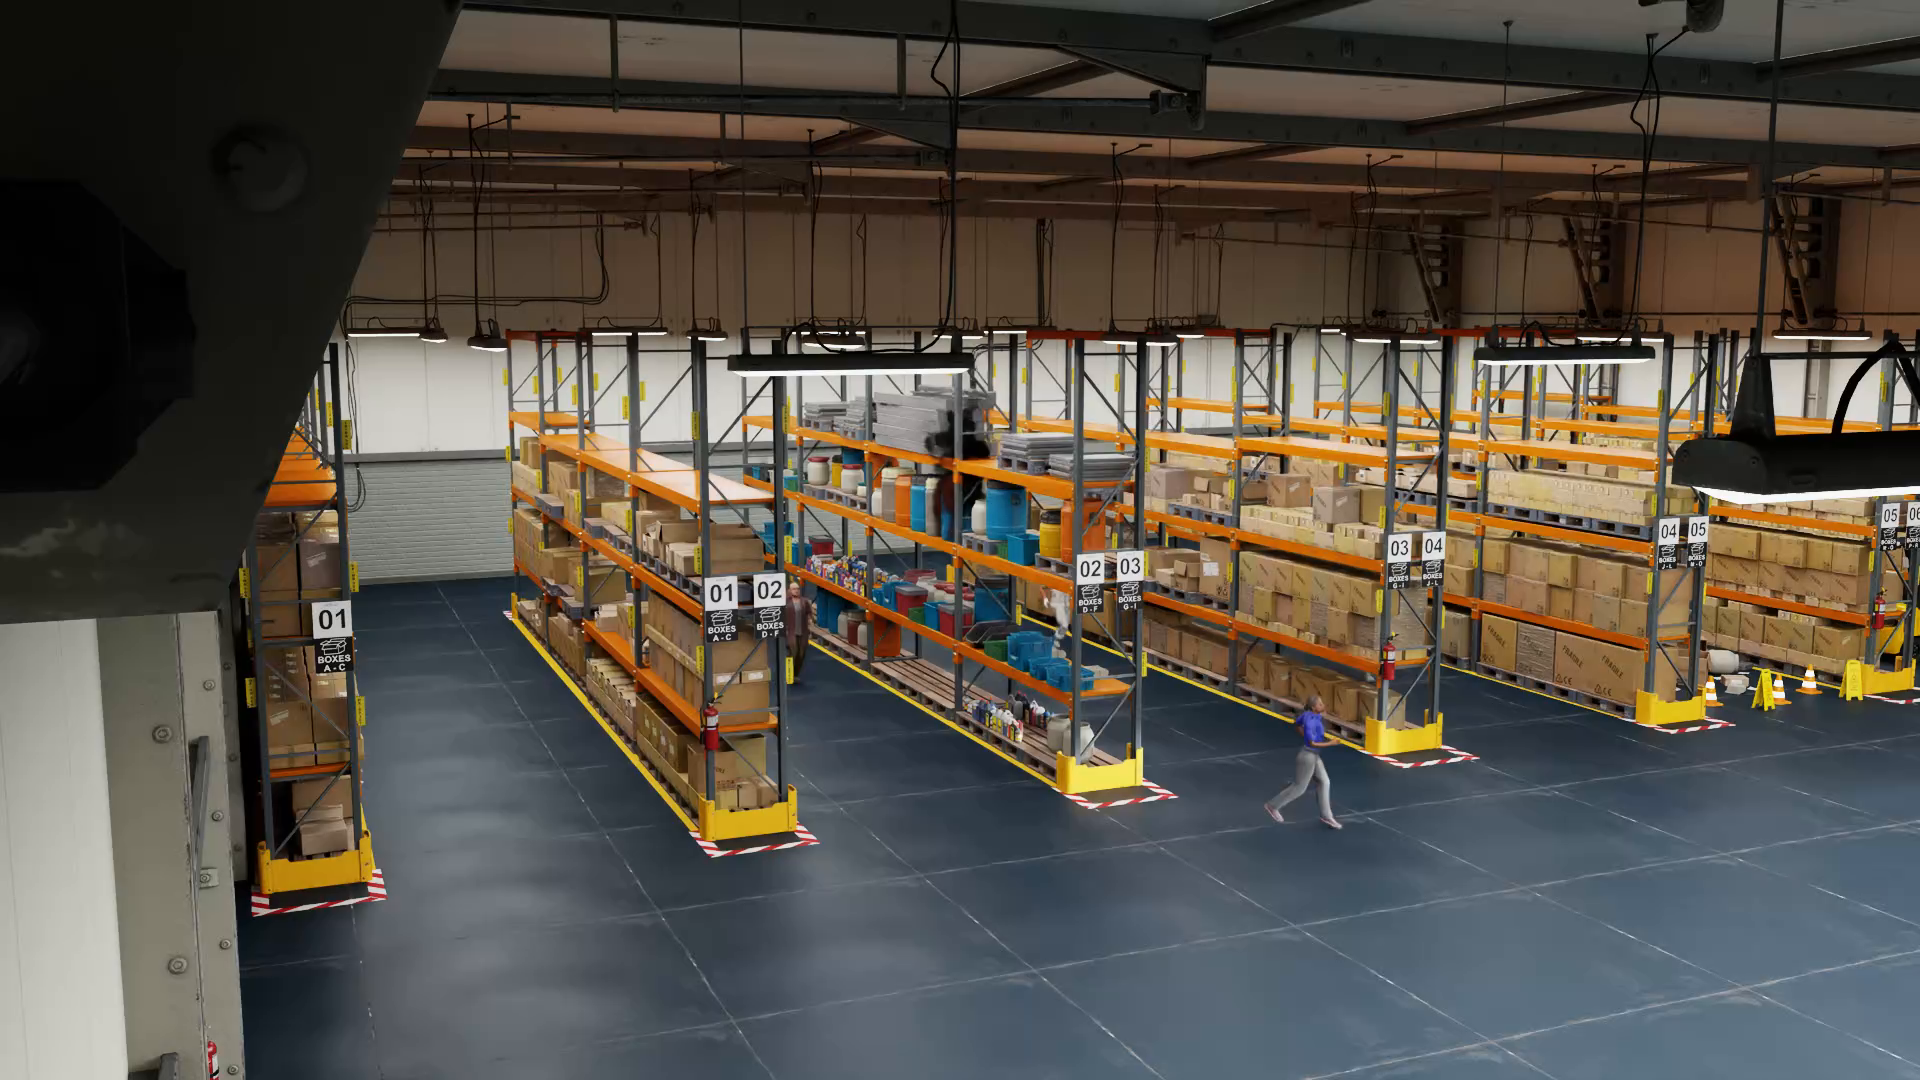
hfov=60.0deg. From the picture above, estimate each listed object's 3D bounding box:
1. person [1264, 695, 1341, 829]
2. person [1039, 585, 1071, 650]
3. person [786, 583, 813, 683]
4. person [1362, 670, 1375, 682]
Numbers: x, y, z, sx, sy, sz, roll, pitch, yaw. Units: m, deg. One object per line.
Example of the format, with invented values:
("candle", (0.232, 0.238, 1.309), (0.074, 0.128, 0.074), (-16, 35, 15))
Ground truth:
("person", (4.265, 2.738, 20.547), (0.923, 1.672, 0.587), (2, 8, 15))
("person", (1.882, 1.264, 30.778), (0.641, 1.785, 0.701), (-5, 9, -35))
("person", (-2.795, 1.608, 28.382), (0.695, 1.745, 0.642), (-4, 9, -27))
("person", (7.084, 1.574, 28.792), (0.698, 1.729, 0.546), (-4, 9, -27))
